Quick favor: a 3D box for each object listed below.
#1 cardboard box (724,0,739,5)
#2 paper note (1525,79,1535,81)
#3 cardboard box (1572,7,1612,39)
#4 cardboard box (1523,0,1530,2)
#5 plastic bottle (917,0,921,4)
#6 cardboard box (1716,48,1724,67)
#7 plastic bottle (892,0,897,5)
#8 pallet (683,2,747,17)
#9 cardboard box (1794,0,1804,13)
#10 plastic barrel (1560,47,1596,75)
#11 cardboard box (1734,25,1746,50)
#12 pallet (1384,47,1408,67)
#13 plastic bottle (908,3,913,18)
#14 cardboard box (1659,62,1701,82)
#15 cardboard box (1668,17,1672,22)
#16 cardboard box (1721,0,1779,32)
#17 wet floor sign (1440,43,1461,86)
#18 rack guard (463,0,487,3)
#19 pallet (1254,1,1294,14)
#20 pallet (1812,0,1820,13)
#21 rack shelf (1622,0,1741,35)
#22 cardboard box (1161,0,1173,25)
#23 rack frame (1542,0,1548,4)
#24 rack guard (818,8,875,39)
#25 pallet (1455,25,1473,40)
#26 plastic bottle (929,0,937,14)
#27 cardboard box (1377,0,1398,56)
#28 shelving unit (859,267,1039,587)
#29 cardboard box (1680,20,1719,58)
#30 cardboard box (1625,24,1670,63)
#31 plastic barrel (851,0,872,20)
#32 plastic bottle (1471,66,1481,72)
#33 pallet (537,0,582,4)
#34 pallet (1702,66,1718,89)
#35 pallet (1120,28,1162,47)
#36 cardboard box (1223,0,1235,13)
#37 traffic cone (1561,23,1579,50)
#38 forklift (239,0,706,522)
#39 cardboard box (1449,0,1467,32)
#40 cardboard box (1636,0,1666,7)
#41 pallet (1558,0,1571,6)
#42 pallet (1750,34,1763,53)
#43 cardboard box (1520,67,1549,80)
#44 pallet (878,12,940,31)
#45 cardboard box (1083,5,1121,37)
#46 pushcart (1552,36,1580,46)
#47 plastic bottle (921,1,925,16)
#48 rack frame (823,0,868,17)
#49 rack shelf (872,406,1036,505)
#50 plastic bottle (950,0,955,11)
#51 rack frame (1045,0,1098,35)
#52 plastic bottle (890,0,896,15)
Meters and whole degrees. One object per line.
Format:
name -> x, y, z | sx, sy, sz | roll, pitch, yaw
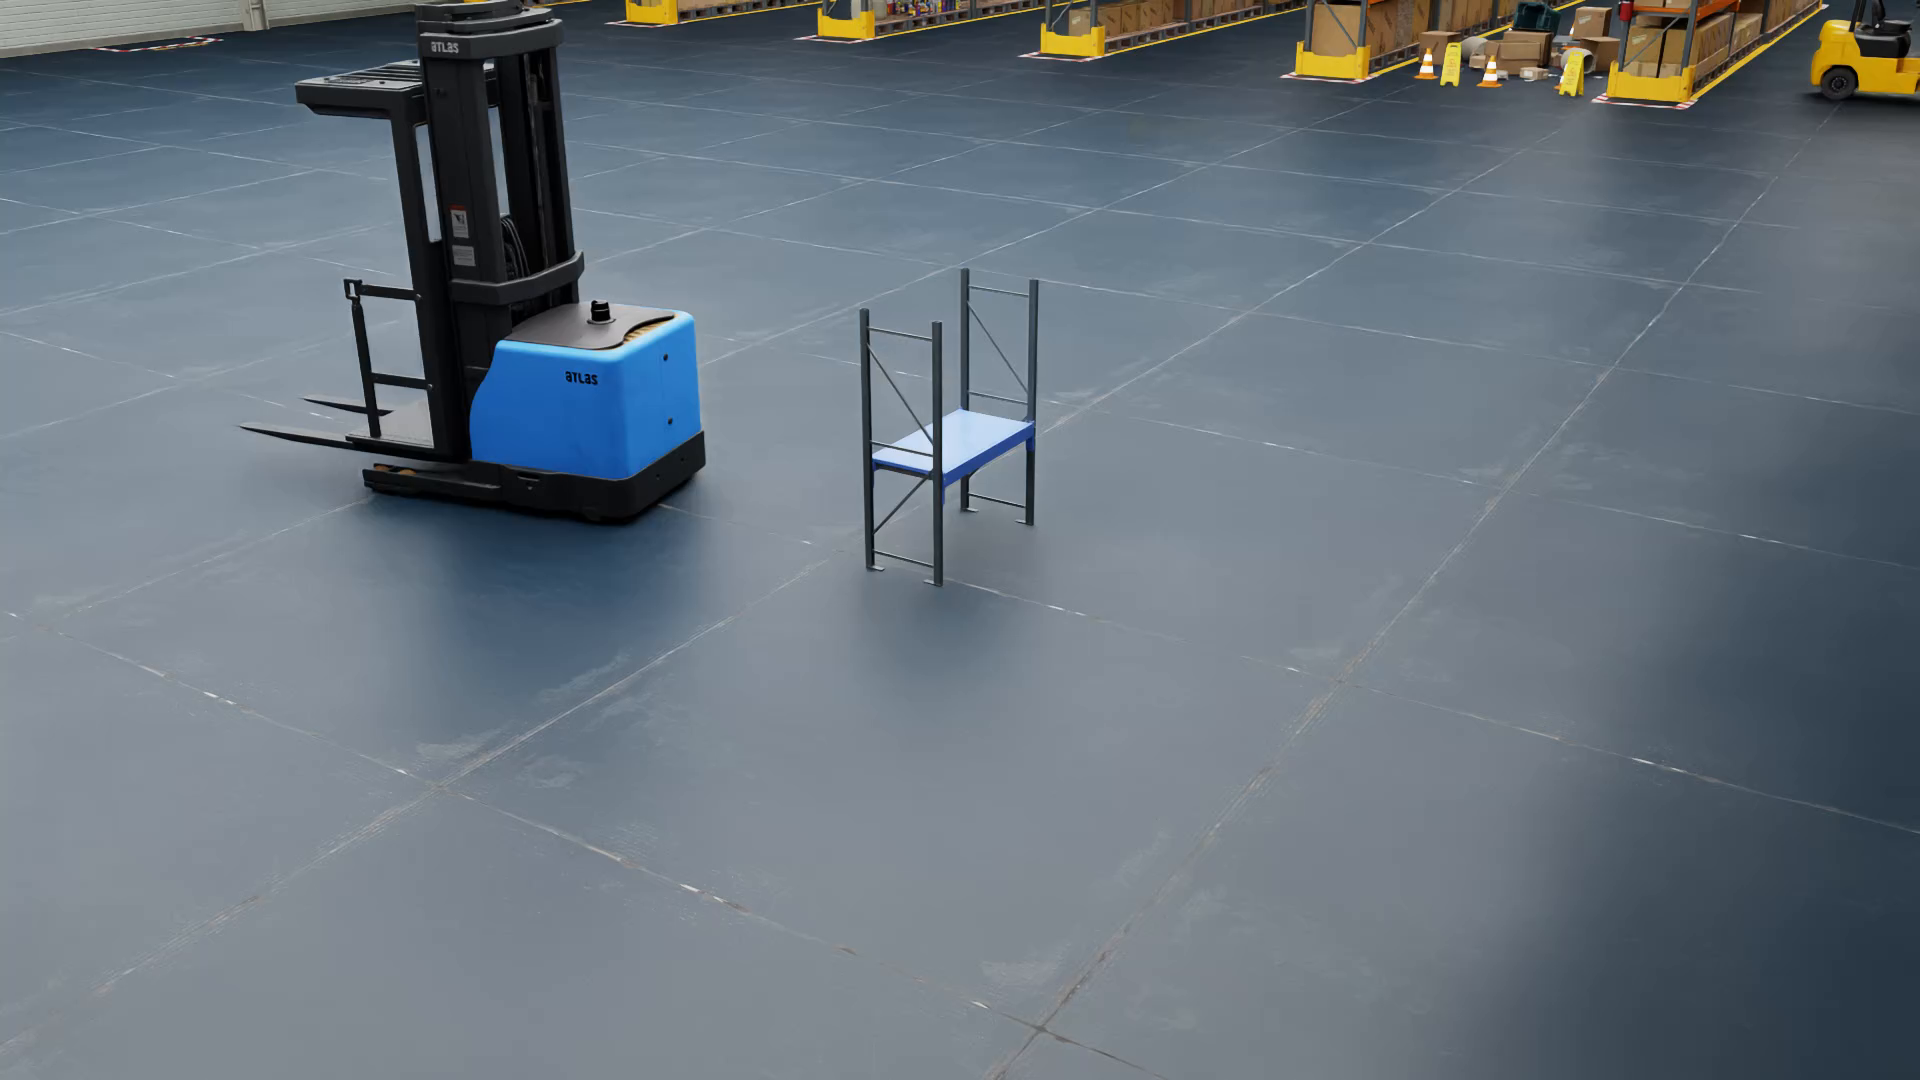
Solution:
cardboard box -> -5.160, -11.792, 36.146 | 0.500, 0.250, 0.500 | 14, 27, 29
paper note -> 9.217, -7.441, 26.899 | 0.148, 0.019, 0.142 | 5, 24, 11
cardboard box -> 10.991, -8.980, 28.912 | 0.500, 0.500, 0.500 | 14, 27, 29
cardboard box -> 11.759, -11.518, 35.198 | 0.500, 0.500, 0.500 | 13, 27, 28
plastic bottle -> -0.860, -11.222, 34.777 | 0.097, 0.271, 0.097 | 0, 23, 0
cardboard box -> 12.163, -7.910, 27.179 | 0.500, 0.250, 0.500 | 13, 27, 28
plastic bottle -> -1.392, -10.972, 34.193 | 0.152, 0.276, 0.135 | 13, 27, 28
pallet -> -5.412, -11.618, 36.322 | 1.003, 0.211, 1.213 | 14, 27, 29
cardboard box -> 17.161, -11.323, 34.828 | 0.875, 0.438, 0.875 | 13, 27, 28
plastic barrel -> 10.212, -7.899, 27.464 | 0.421, 0.421, 0.512 | -7, 24, -17
cardboard box -> 13.170, -8.825, 29.138 | 0.950, 0.372, 0.625 | 16, 28, 32
pallet -> 7.150, -8.487, 29.089 | 1.003, 0.211, 1.213 | 14, 27, 29
plastic bottle -> -0.997, -10.678, 33.521 | 0.097, 0.271, 0.097 | 0, 23, 0
cardboard box -> 11.070, -7.212, 25.567 | 0.500, 0.250, 0.500 | 14, 27, 29
cardboard box -> 11.022, -8.275, 26.262 | 0.380, 0.149, 0.250 | 15, 28, 31
cardboard box -> 15.064, -10.200, 31.683 | 0.875, 0.875, 0.875 | 14, 27, 28
wet floor sign -> 7.817, -7.565, 26.413 | 0.267, 0.644, 0.232 | 9, 25, 20
rack guard -> -10.594, -12.136, 37.155 | 1.175, 0.500, 0.348 | 14, 27, 29
pallet -> 6.690, -11.814, 36.775 | 1.003, 0.211, 1.213 | 14, 27, 29
pallet -> 18.494, -11.901, 36.976 | 1.003, 0.211, 1.213 | 14, 27, 29
rack shelf -> 11.464, -8.412, 26.311 | 1.077, 0.370, 4.000 | 14, 27, 29
cardboard box -> 3.855, -10.413, 32.645 | 0.500, 0.500, 0.500 | 13, 27, 27
rack frame -> 12.480, -13.120, 36.282 | 1.000, 3.000, 0.127 | 14, 27, 29
rack guard -> -2.218, -10.070, 32.382 | 1.175, 0.500, 0.348 | 14, 27, 29
pallet -> 9.246, -9.830, 32.192 | 1.003, 0.211, 1.213 | 14, 27, 29
plastic bottle -> -0.563, -10.978, 34.208 | 0.152, 0.276, 0.135 | 14, 27, 30
cardboard box -> 6.914, -8.828, 28.513 | 0.875, 0.875, 0.875 | 13, 27, 28
shelving unit -> -0.045, -0.659, 9.386 | 0.538, 1.500, 1.048 | 14, 27, 29
cardboard box -> 11.625, -7.909, 26.233 | 0.500, 0.500, 0.500 | 14, 27, 30
cardboard box -> 10.610, -7.667, 25.673 | 0.500, 0.500, 0.500 | 14, 27, 29
plastic barrel -> -1.936, -10.471, 32.764 | 0.421, 0.512, 0.421 | 0, 23, 0
plastic bottle -> 8.699, -7.951, 28.039 | 0.133, 0.061, 0.283 | 5, 24, 11
pallet -> -9.491, -12.681, 38.776 | 1.003, 0.211, 1.213 | 14, 27, 29
pallet -> 11.552, -7.490, 26.786 | 1.003, 0.211, 1.213 | 14, 27, 29
pallet -> 3.133, -9.567, 31.583 | 1.003, 0.211, 1.213 | 14, 27, 29
cardboard box -> 5.299, -11.286, 34.636 | 0.700, 0.500, 0.500 | 16, 28, 33
traffic cone -> 11.287, -9.272, 30.586 | 0.336, 0.463, 0.334 | 14, 27, 29
forklift -> -3.204, -1.803, 10.226 | 3.031, 2.935, 1.130 | 8, 25, 19
cardboard box -> 9.023, -10.134, 31.686 | 1.050, 0.750, 0.750 | 14, 27, 29
cardboard box -> 10.425, -8.123, 25.054 | 0.380, 0.149, 0.250 | 15, 28, 31
pallet -> 13.447, -12.488, 38.331 | 1.003, 0.211, 1.213 | 14, 27, 29
pallet -> 14.216, -9.224, 30.791 | 1.003, 0.211, 1.213 | 14, 27, 29
cardboard box -> 9.384, -7.624, 27.174 | 0.250, 0.149, 0.380 | -12, 26, -26
pallet -> -1.140, -10.621, 34.018 | 1.003, 0.211, 1.213 | 14, 27, 29
cardboard box -> 2.620, -9.605, 30.780 | 0.500, 0.500, 0.500 | -20, 31, -39
pushcart -> 10.556, -8.675, 29.313 | 1.648, 0.377, 0.936 | 5, 24, 11
plastic bottle -> -0.763, -10.828, 33.866 | 0.097, 0.271, 0.097 | 0, 23, 0
rack frame -> -2.218, -11.182, 31.804 | 1.000, 3.000, 0.127 | 14, 27, 29
rack shelf -> -0.045, -0.494, 9.457 | 0.538, 0.185, 1.000 | 14, 27, 29
plastic bottle -> -0.203, -11.240, 34.719 | 0.144, 0.351, 0.185 | 13, 27, 28
rack frame -> 1.990, -10.144, 29.406 | 1.000, 3.000, 0.127 | 14, 27, 29
plastic bottle -> -1.375, -10.906, 34.032 | 0.061, 0.283, 0.133 | 14, 27, 29
